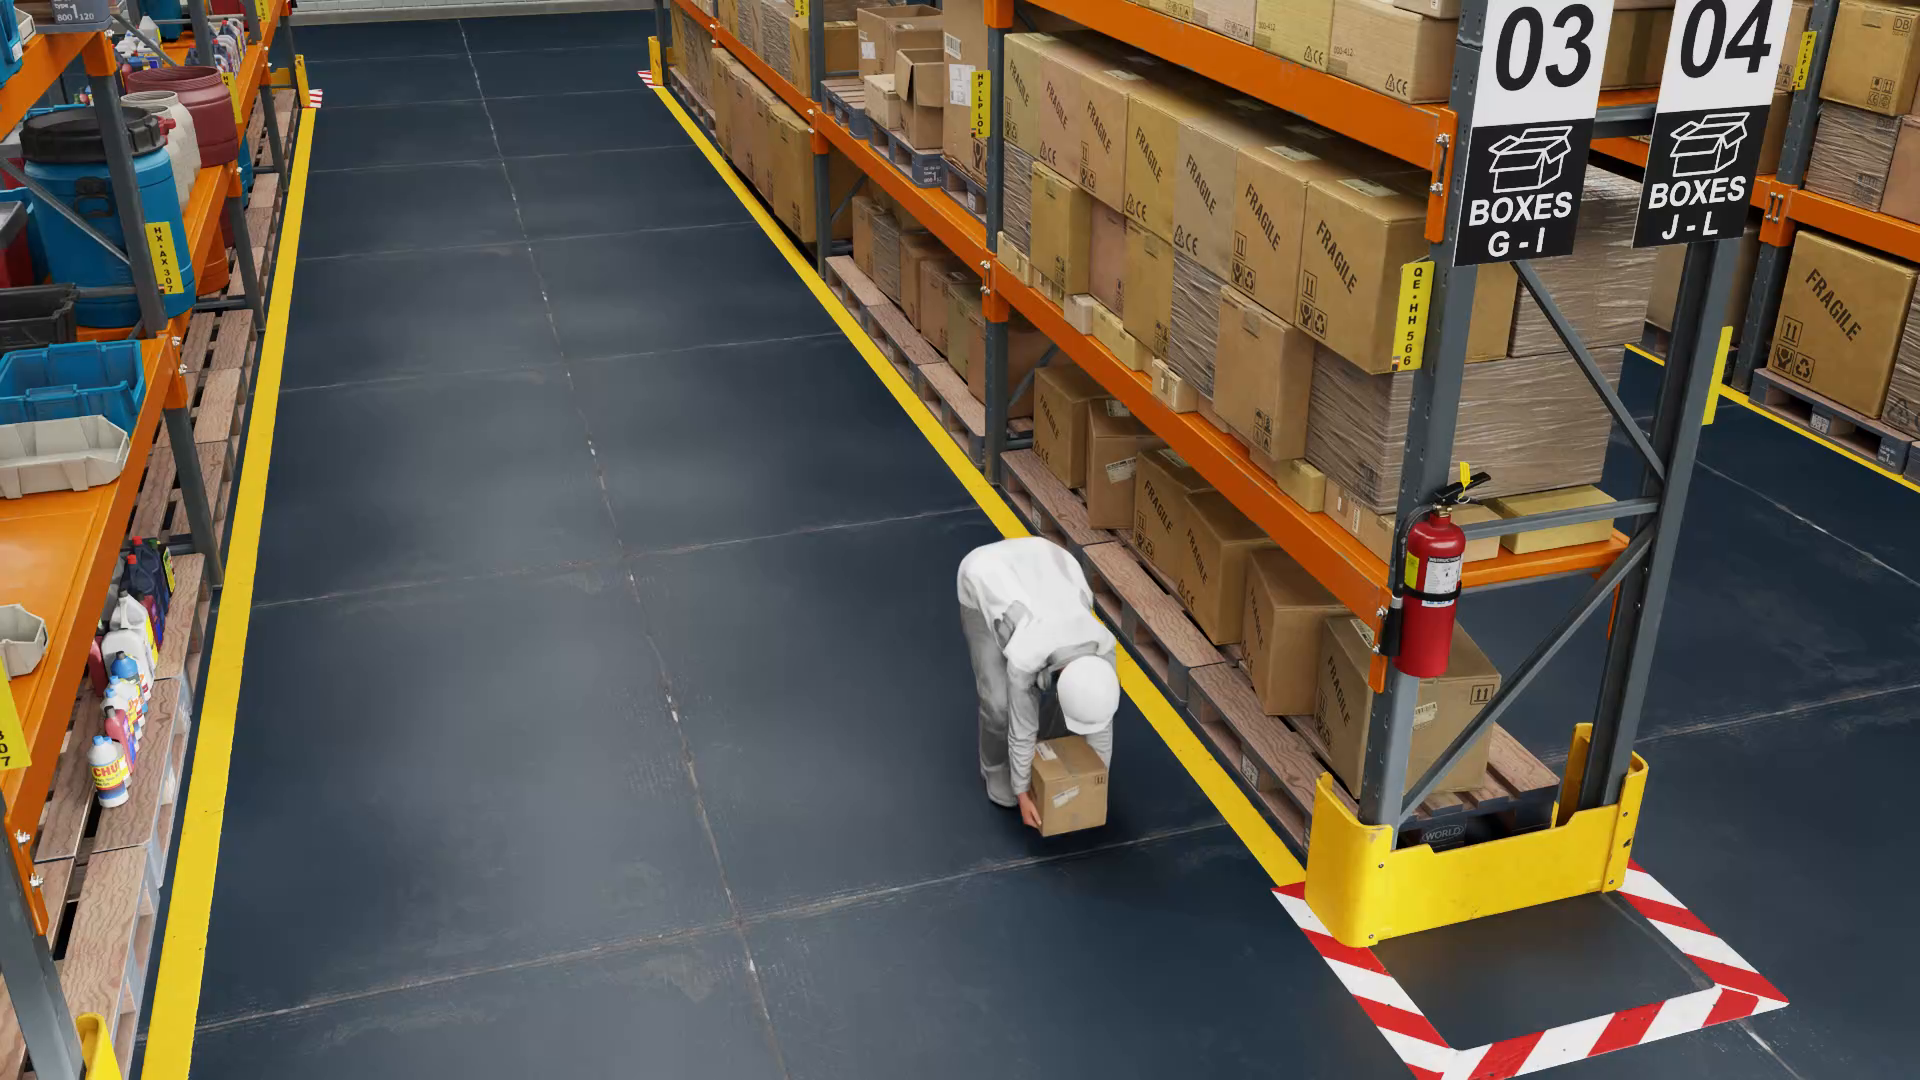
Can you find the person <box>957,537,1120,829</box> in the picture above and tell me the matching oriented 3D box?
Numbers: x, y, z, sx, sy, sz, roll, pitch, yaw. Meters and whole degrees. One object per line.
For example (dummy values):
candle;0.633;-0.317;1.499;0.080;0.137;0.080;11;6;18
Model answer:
person;0.330;0.569;6.269;0.479;1.028;1.002;-10;28;-20
